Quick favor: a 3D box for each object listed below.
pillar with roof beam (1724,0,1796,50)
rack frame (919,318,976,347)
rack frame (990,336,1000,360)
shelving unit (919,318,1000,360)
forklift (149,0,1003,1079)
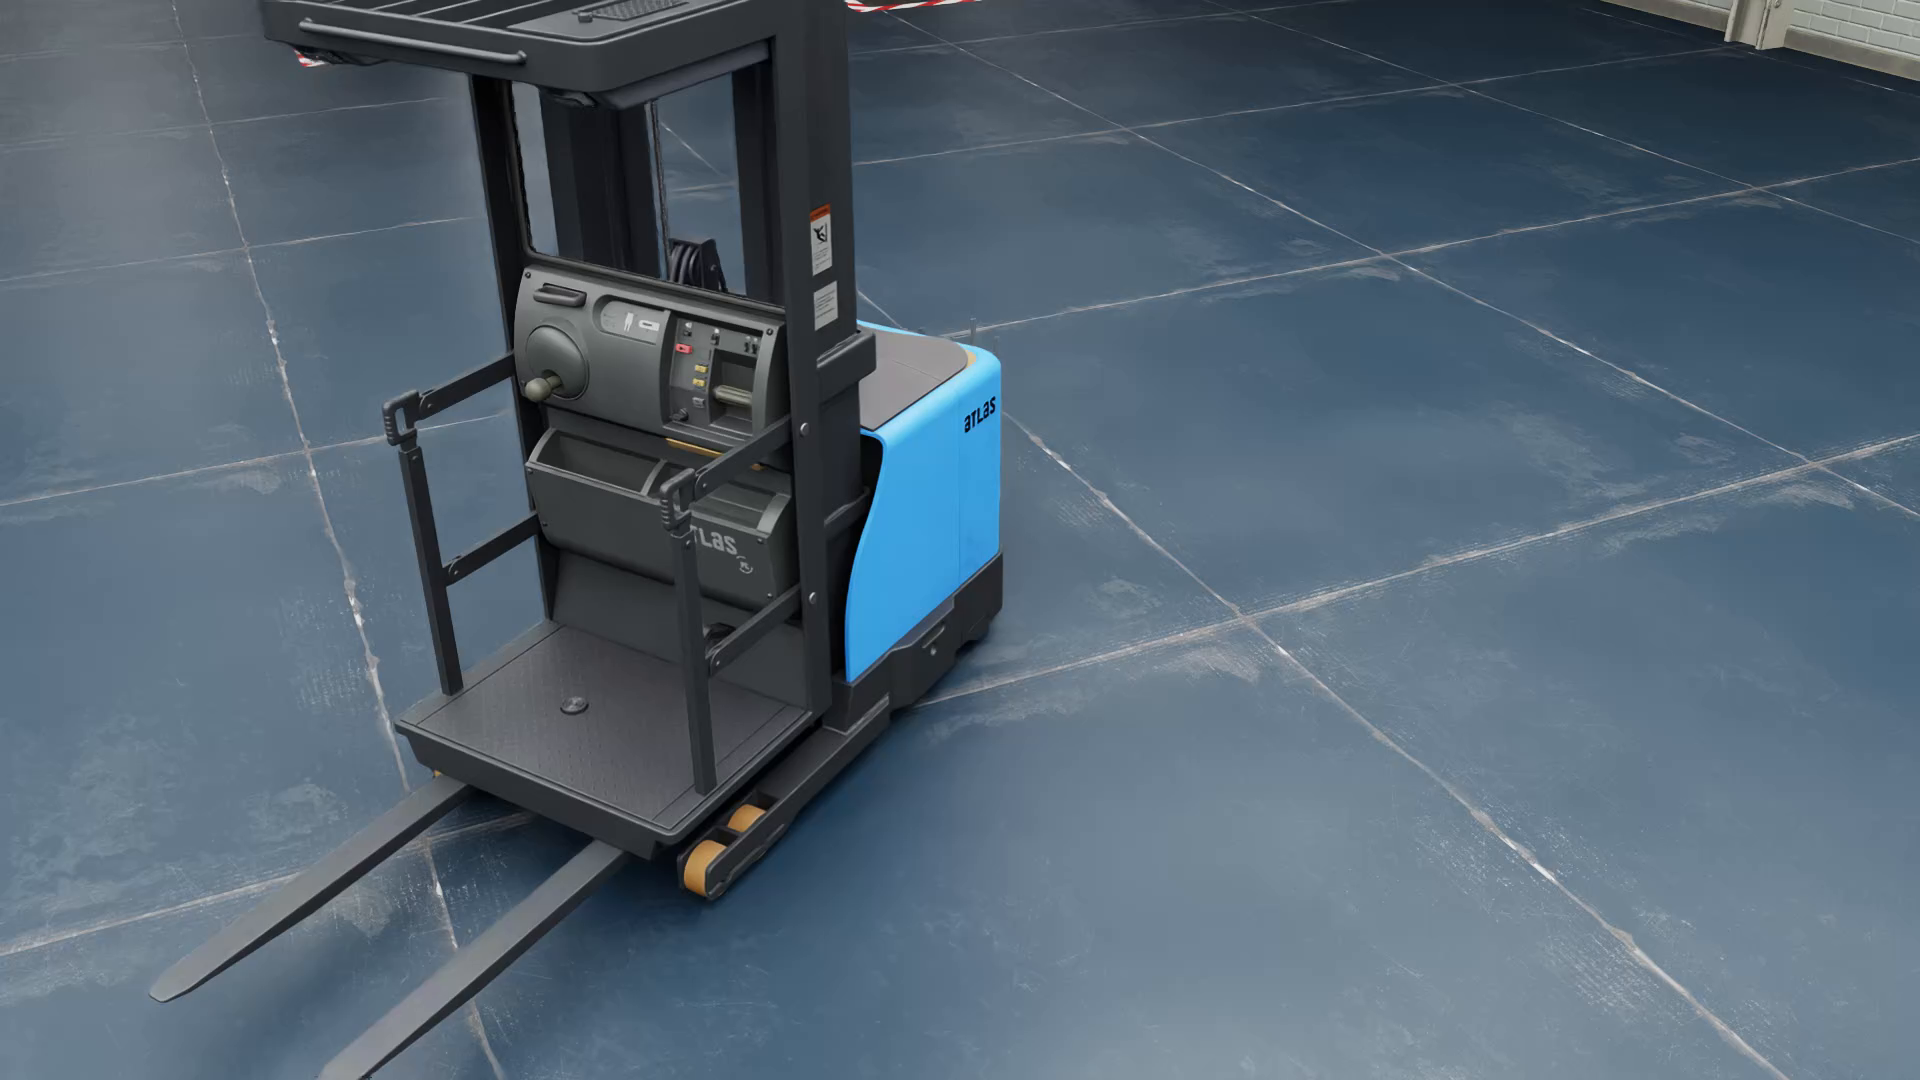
[{"bbox_3d":[3.012,-7.336,10.632,9.100,9.000,0.400,-13,32,-22],"label":"pillar with roof beam"},{"bbox_3d":[-0.047,-0.441,6.616,0.240,0.900,0.006,-13,32,-22],"label":"rack frame"},{"bbox_3d":[0.040,-0.351,6.456,0.240,0.900,0.006,-13,32,-22],"label":"rack frame"},{"bbox_3d":[-0.003,-0.396,6.536,0.258,0.900,0.210,-13,32,-22],"label":"shelving unit"},{"bbox_3d":[-1.019,-0.486,4.620,1.130,2.935,3.031,16,33,26],"label":"forklift"}]
